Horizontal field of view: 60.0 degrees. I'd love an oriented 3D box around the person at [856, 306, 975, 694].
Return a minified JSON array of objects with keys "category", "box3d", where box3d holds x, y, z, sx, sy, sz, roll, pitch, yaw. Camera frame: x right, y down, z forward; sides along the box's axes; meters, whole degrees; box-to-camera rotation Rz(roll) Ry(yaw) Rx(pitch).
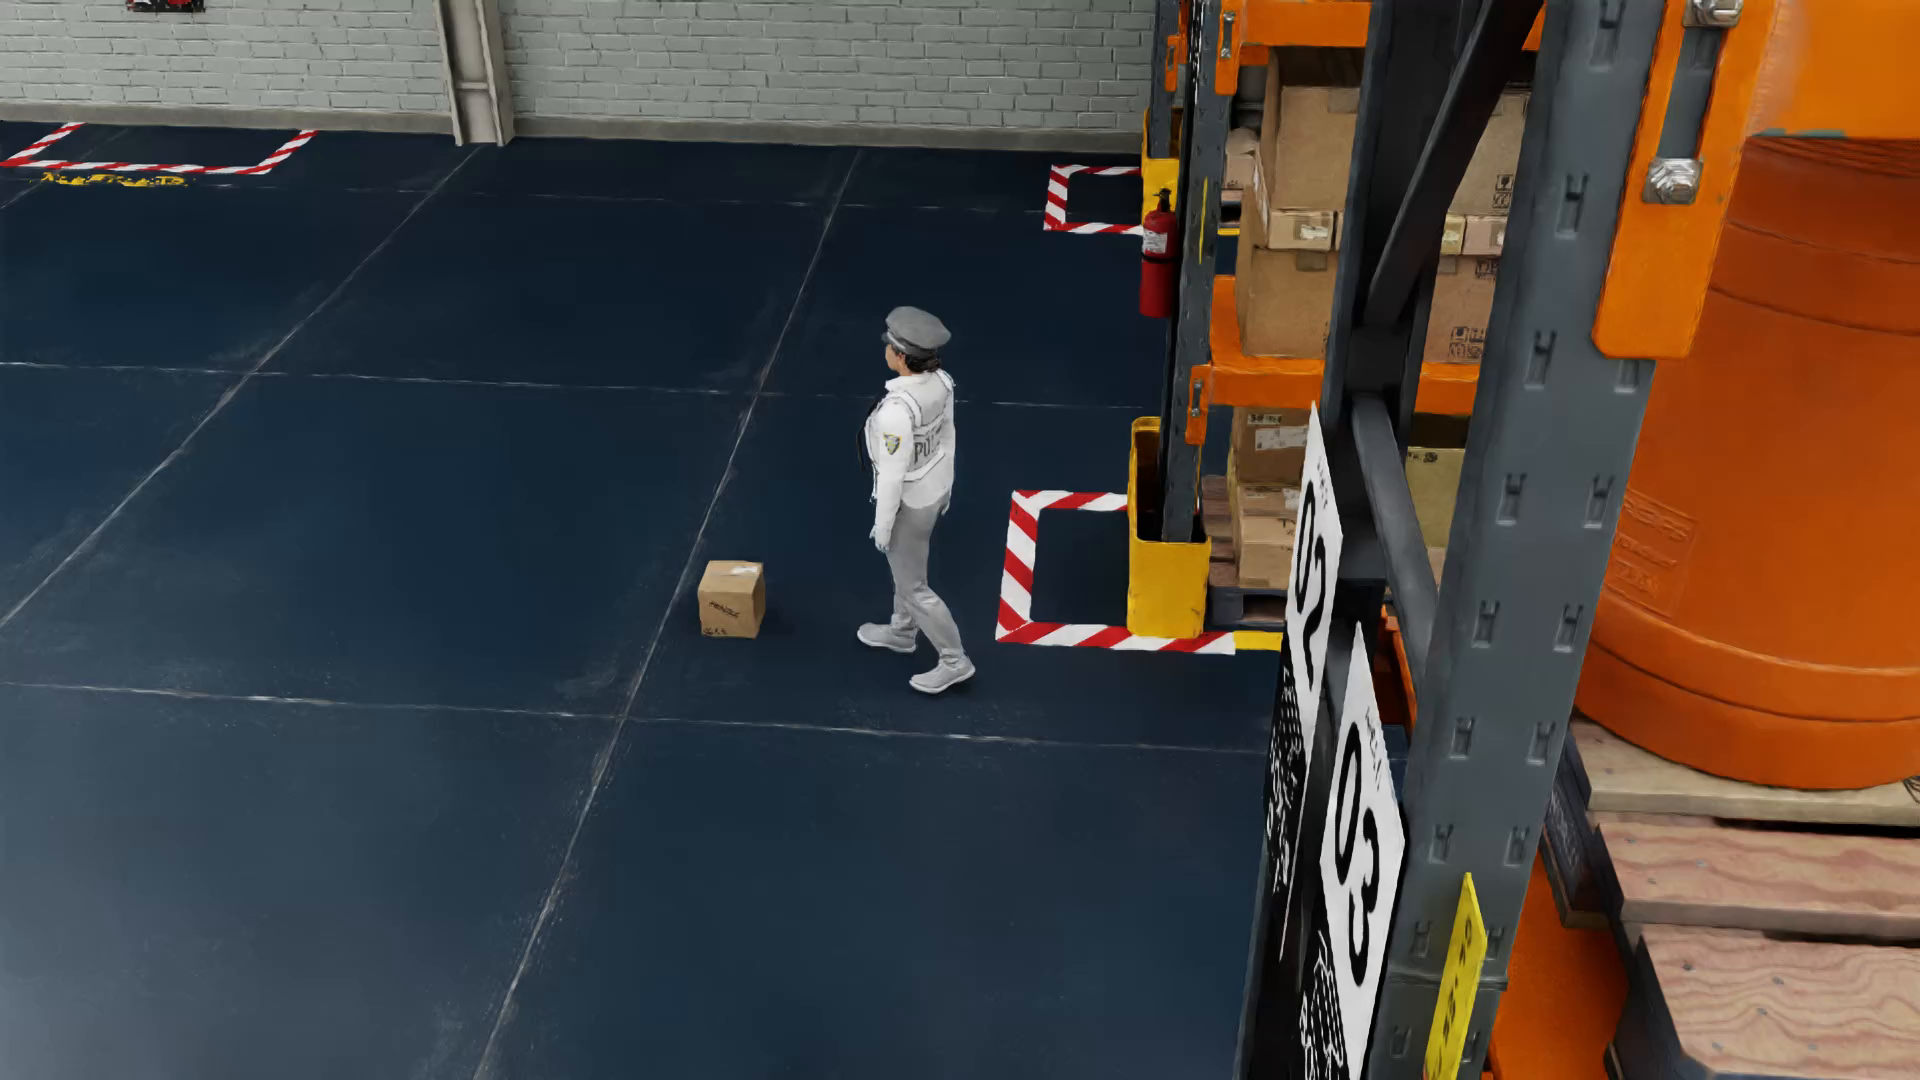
[{"category":"person","box3d":[-0.212,-0.169,6.866,0.621,1.683,0.497,13,34,20]}]
